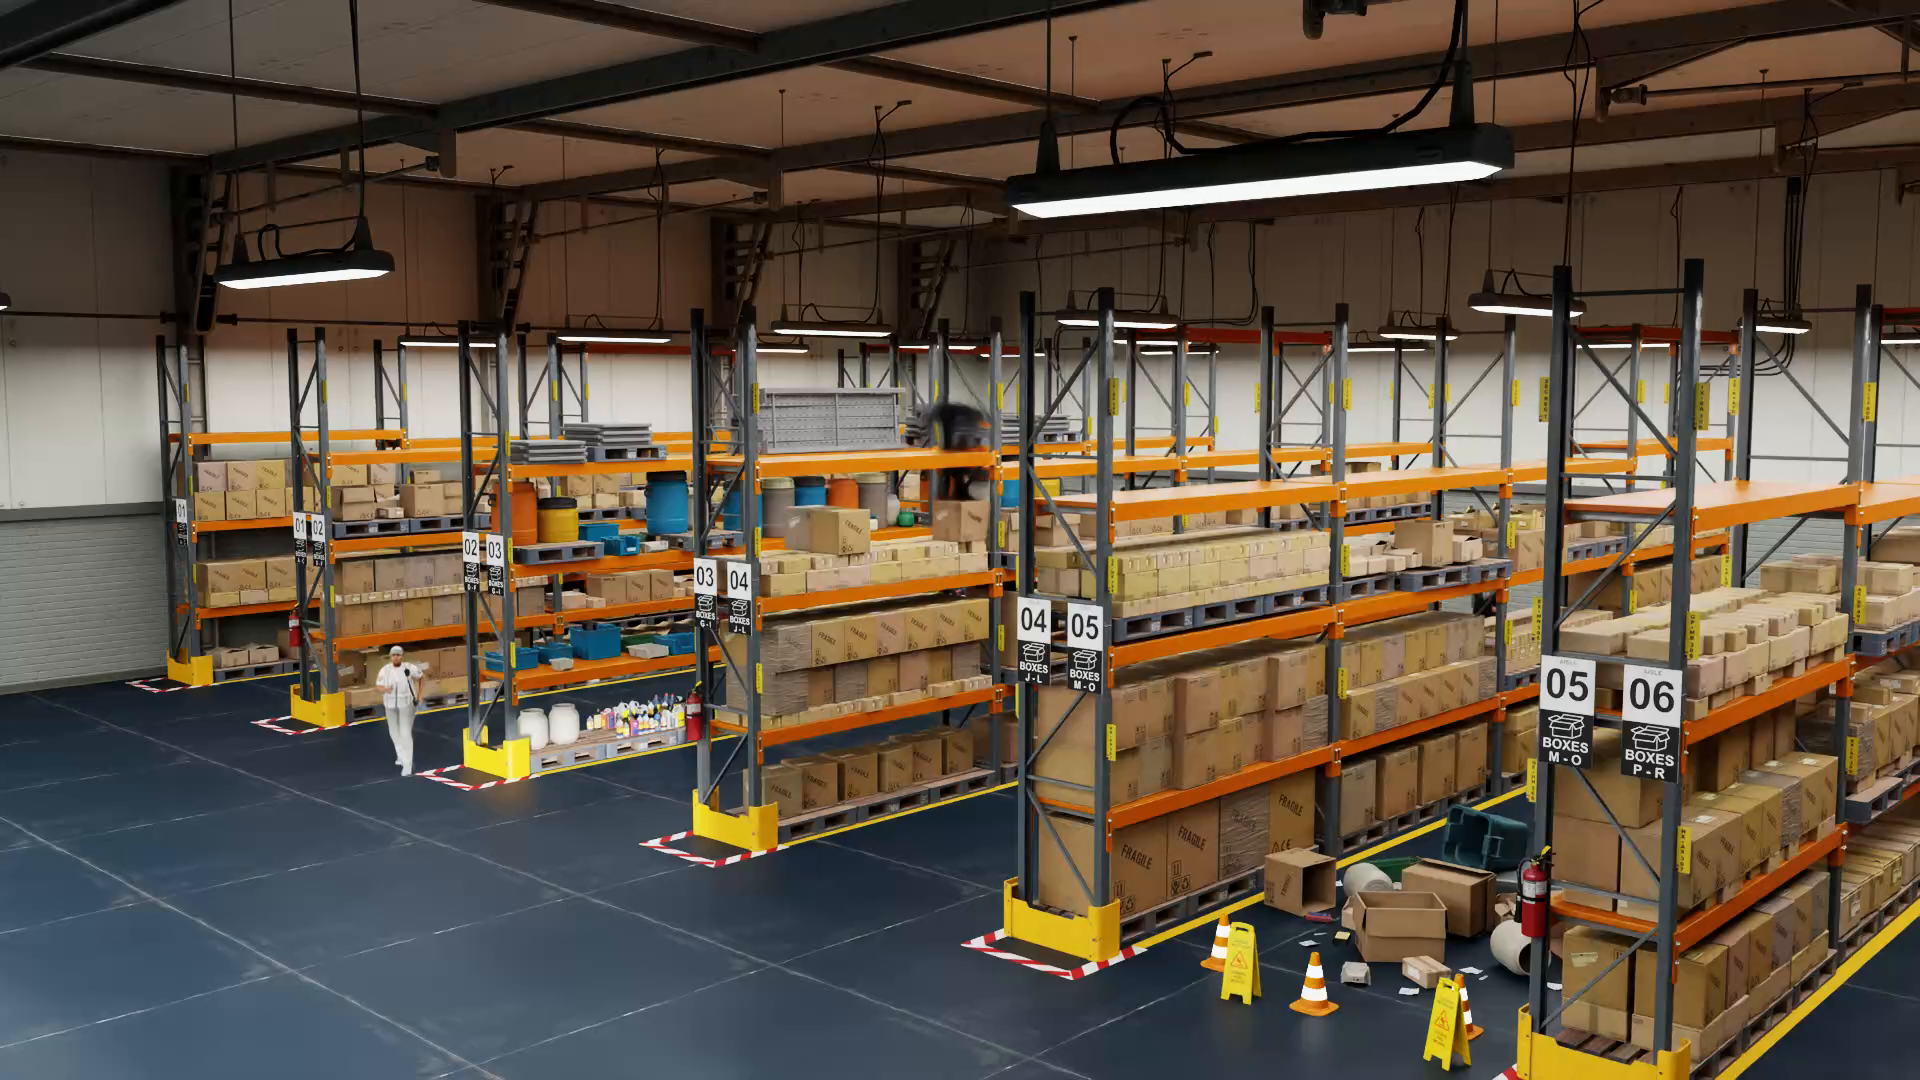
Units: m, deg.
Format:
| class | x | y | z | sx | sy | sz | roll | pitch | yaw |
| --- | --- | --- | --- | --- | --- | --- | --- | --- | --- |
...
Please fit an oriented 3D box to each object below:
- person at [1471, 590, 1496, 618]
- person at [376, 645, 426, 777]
| class | x | y | z | sx | sy | sz | roll | pitch | yaw |
| --- | --- | --- | --- | --- | --- | --- | --- | --- | --- |
| person | 9.647 | 1.437 | 30.439 | 0.611 | 1.699 | 0.966 | 2 | 6 | 23 |
| person | -7.468 | 2.257 | 22.184 | 0.559 | 1.722 | 0.759 | 0 | 5 | -1 |
